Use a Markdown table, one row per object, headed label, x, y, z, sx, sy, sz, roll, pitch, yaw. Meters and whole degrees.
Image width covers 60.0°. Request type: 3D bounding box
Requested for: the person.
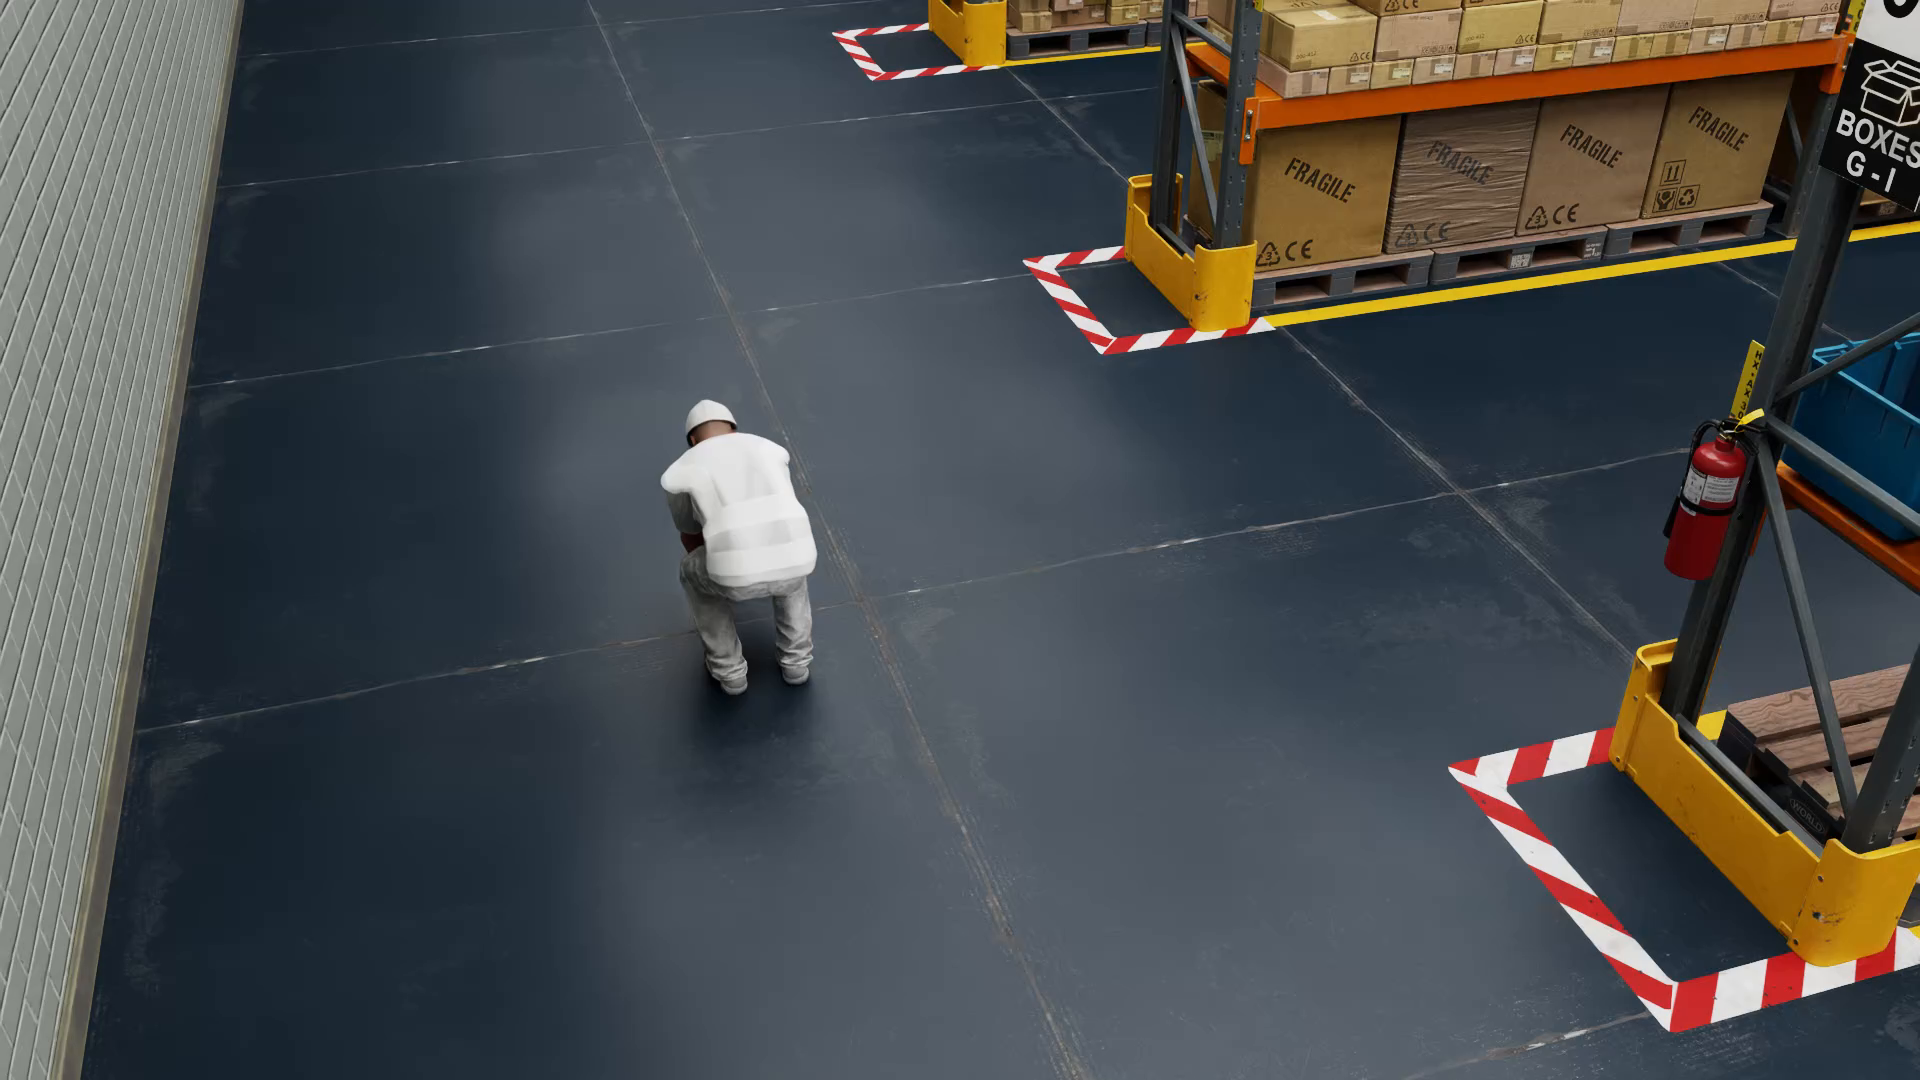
| label | x | y | z | sx | sy | sz | roll | pitch | yaw |
| --- | --- | --- | --- | --- | --- | --- | --- | --- | --- |
| person | -0.894 | 0.051 | 6.762 | 0.546 | 0.994 | 0.965 | -11 | 35 | -16 |
